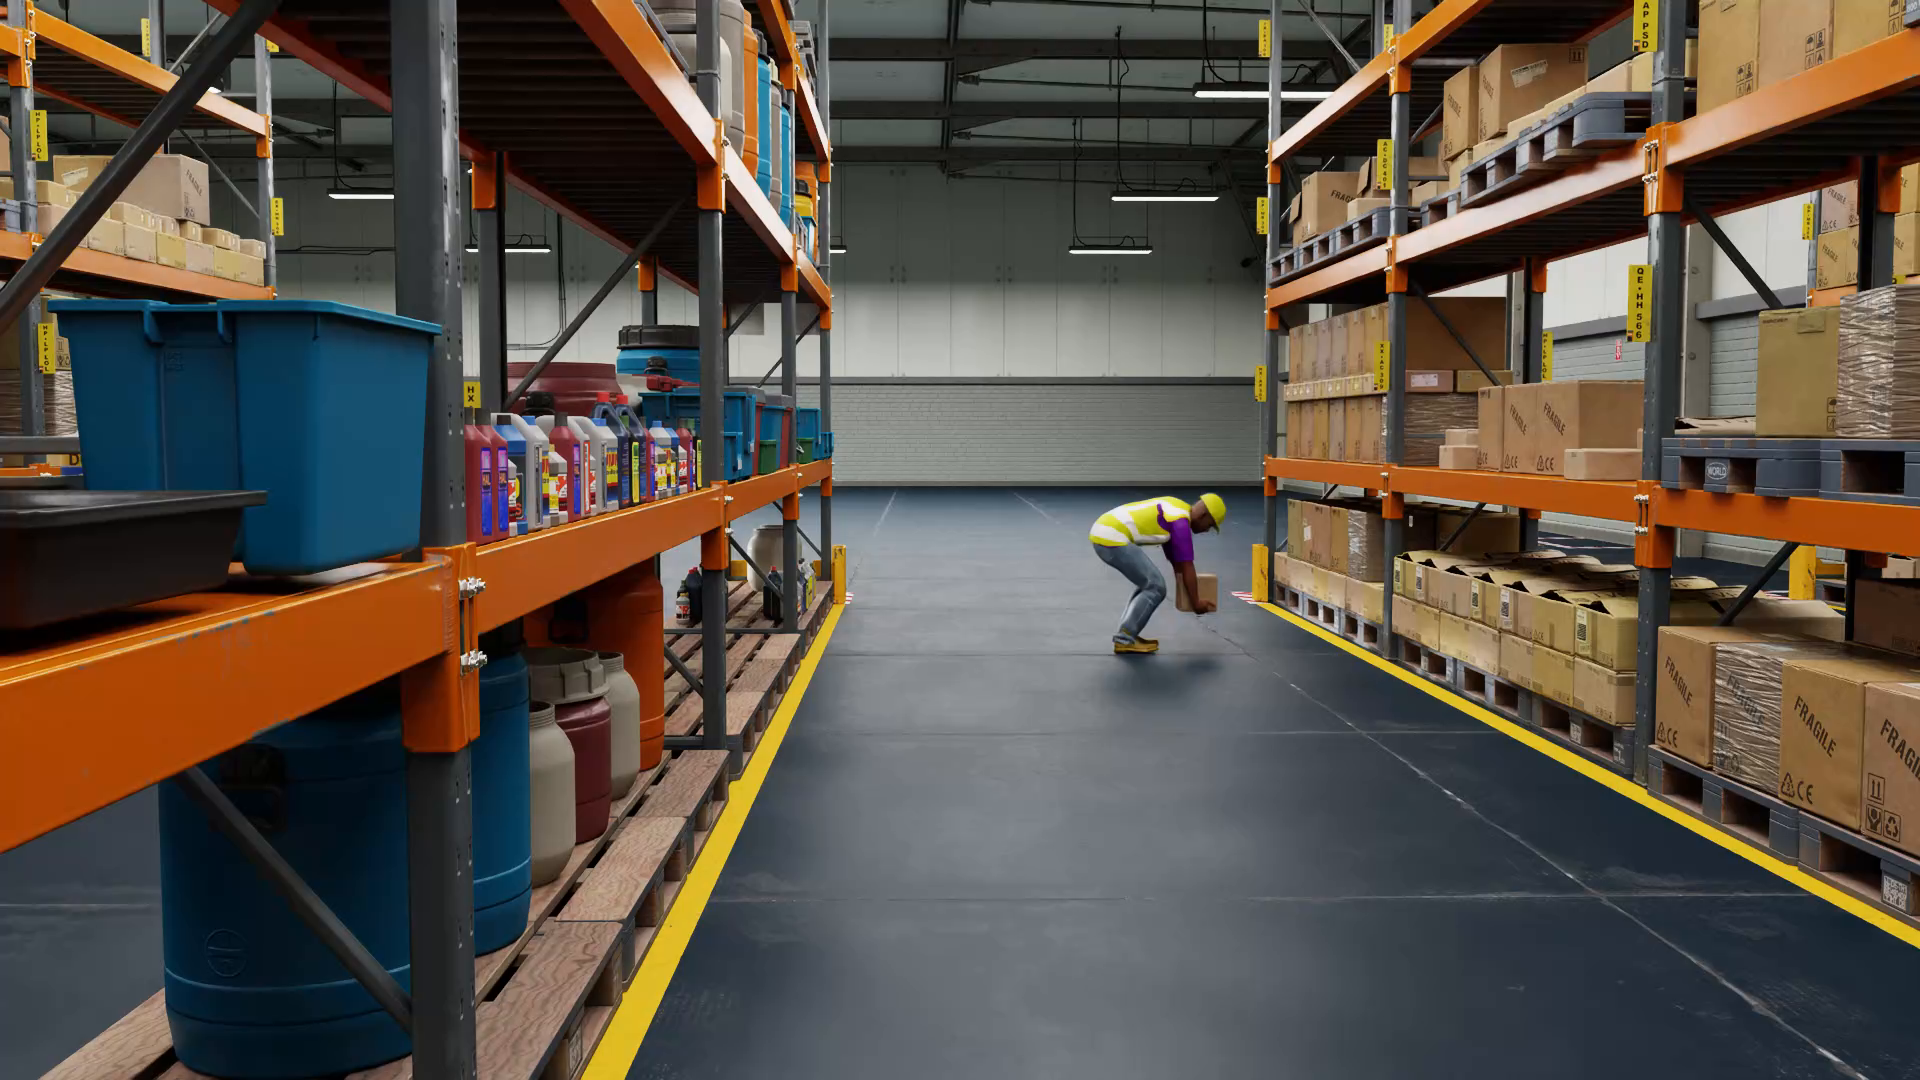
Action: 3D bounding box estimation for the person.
[{"bbox_3d":[1.392,0.224,11.697,0.963,1.105,0.515,0,4,-4],"label":"person"}]
